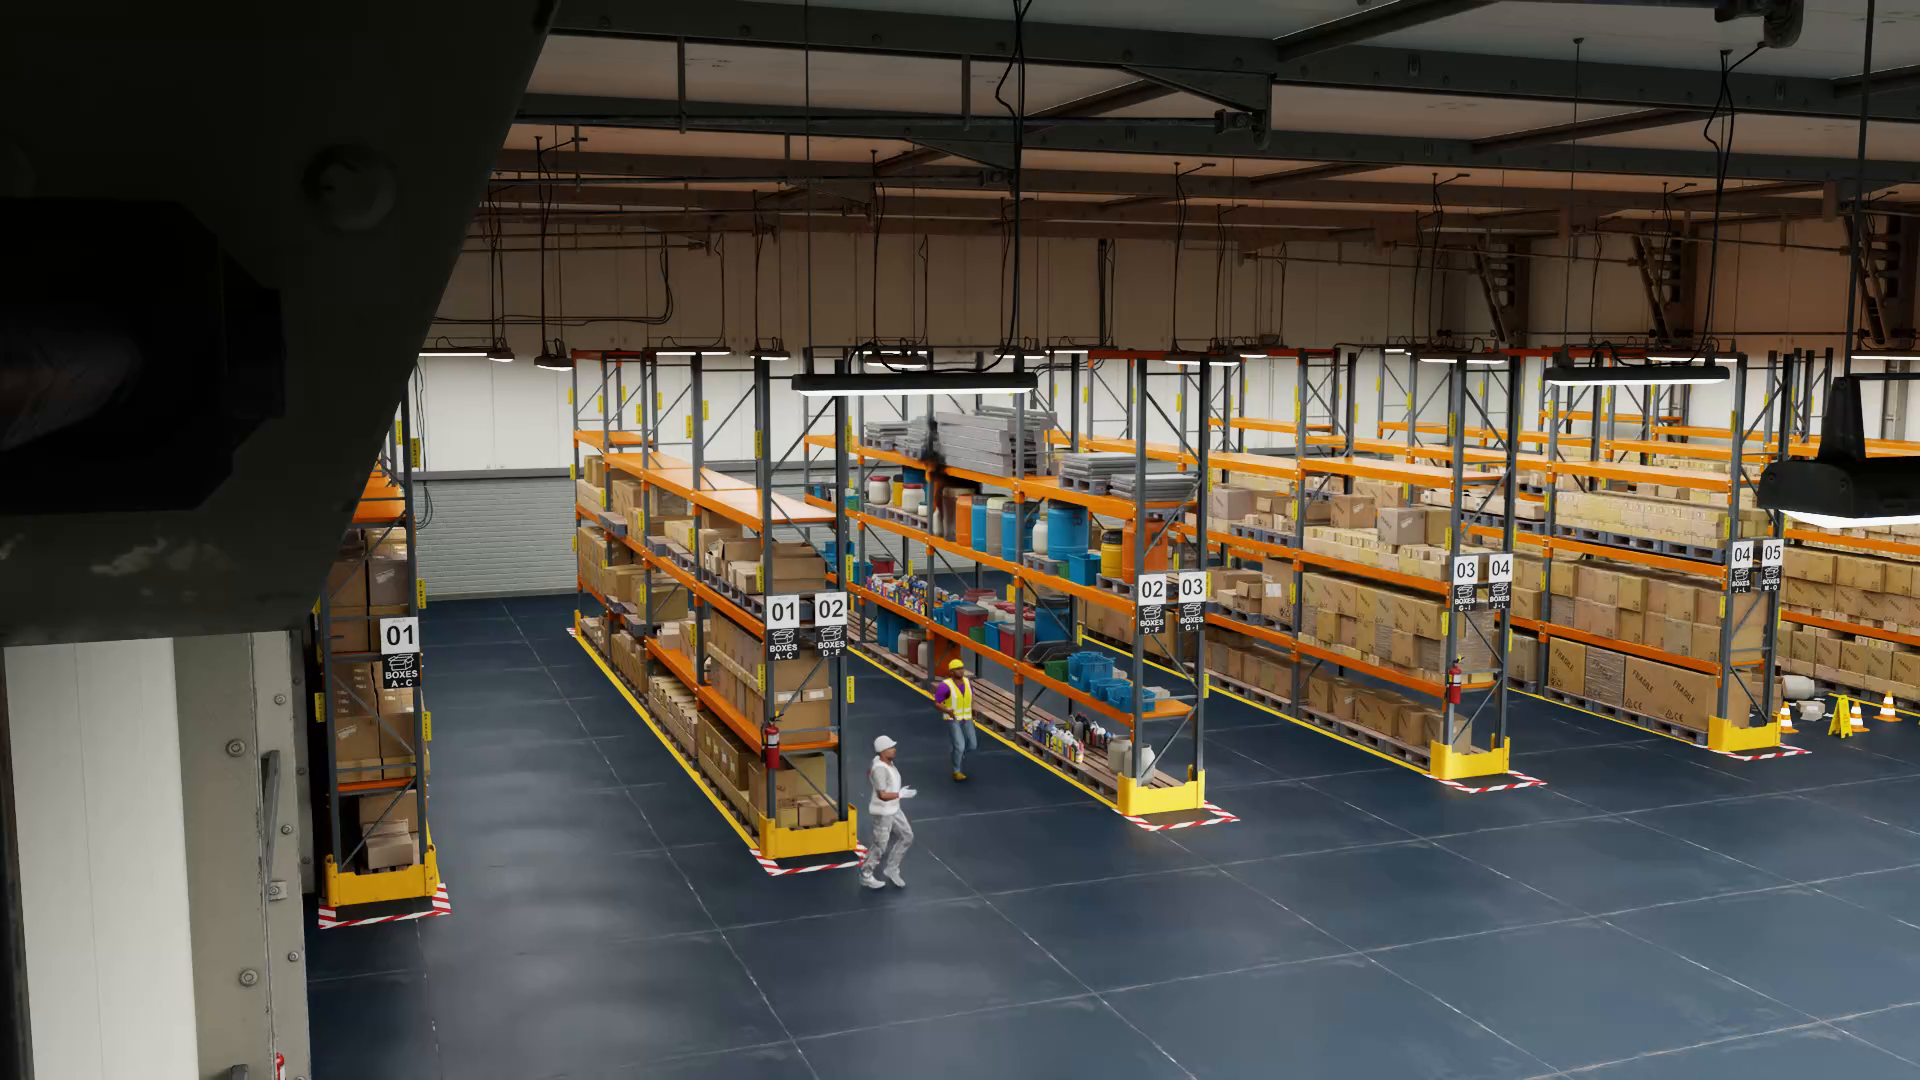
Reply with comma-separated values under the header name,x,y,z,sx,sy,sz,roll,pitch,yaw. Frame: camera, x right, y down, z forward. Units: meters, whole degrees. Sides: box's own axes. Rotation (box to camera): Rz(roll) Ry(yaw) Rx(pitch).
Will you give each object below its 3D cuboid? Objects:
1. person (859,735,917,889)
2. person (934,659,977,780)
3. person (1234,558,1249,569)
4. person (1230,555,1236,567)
name,x,y,z,sx,sy,sz,roll,pitch,yaw
person,-0.805,3.111,18.924,0.701,1.808,0.695,1,7,11
person,-0.022,2.545,23.628,0.695,1.719,0.600,-5,8,-33
person,7.139,0.335,41.565,0.562,1.685,0.703,5,9,34
person,6.857,0.247,41.815,0.921,1.827,0.671,-3,8,-25
